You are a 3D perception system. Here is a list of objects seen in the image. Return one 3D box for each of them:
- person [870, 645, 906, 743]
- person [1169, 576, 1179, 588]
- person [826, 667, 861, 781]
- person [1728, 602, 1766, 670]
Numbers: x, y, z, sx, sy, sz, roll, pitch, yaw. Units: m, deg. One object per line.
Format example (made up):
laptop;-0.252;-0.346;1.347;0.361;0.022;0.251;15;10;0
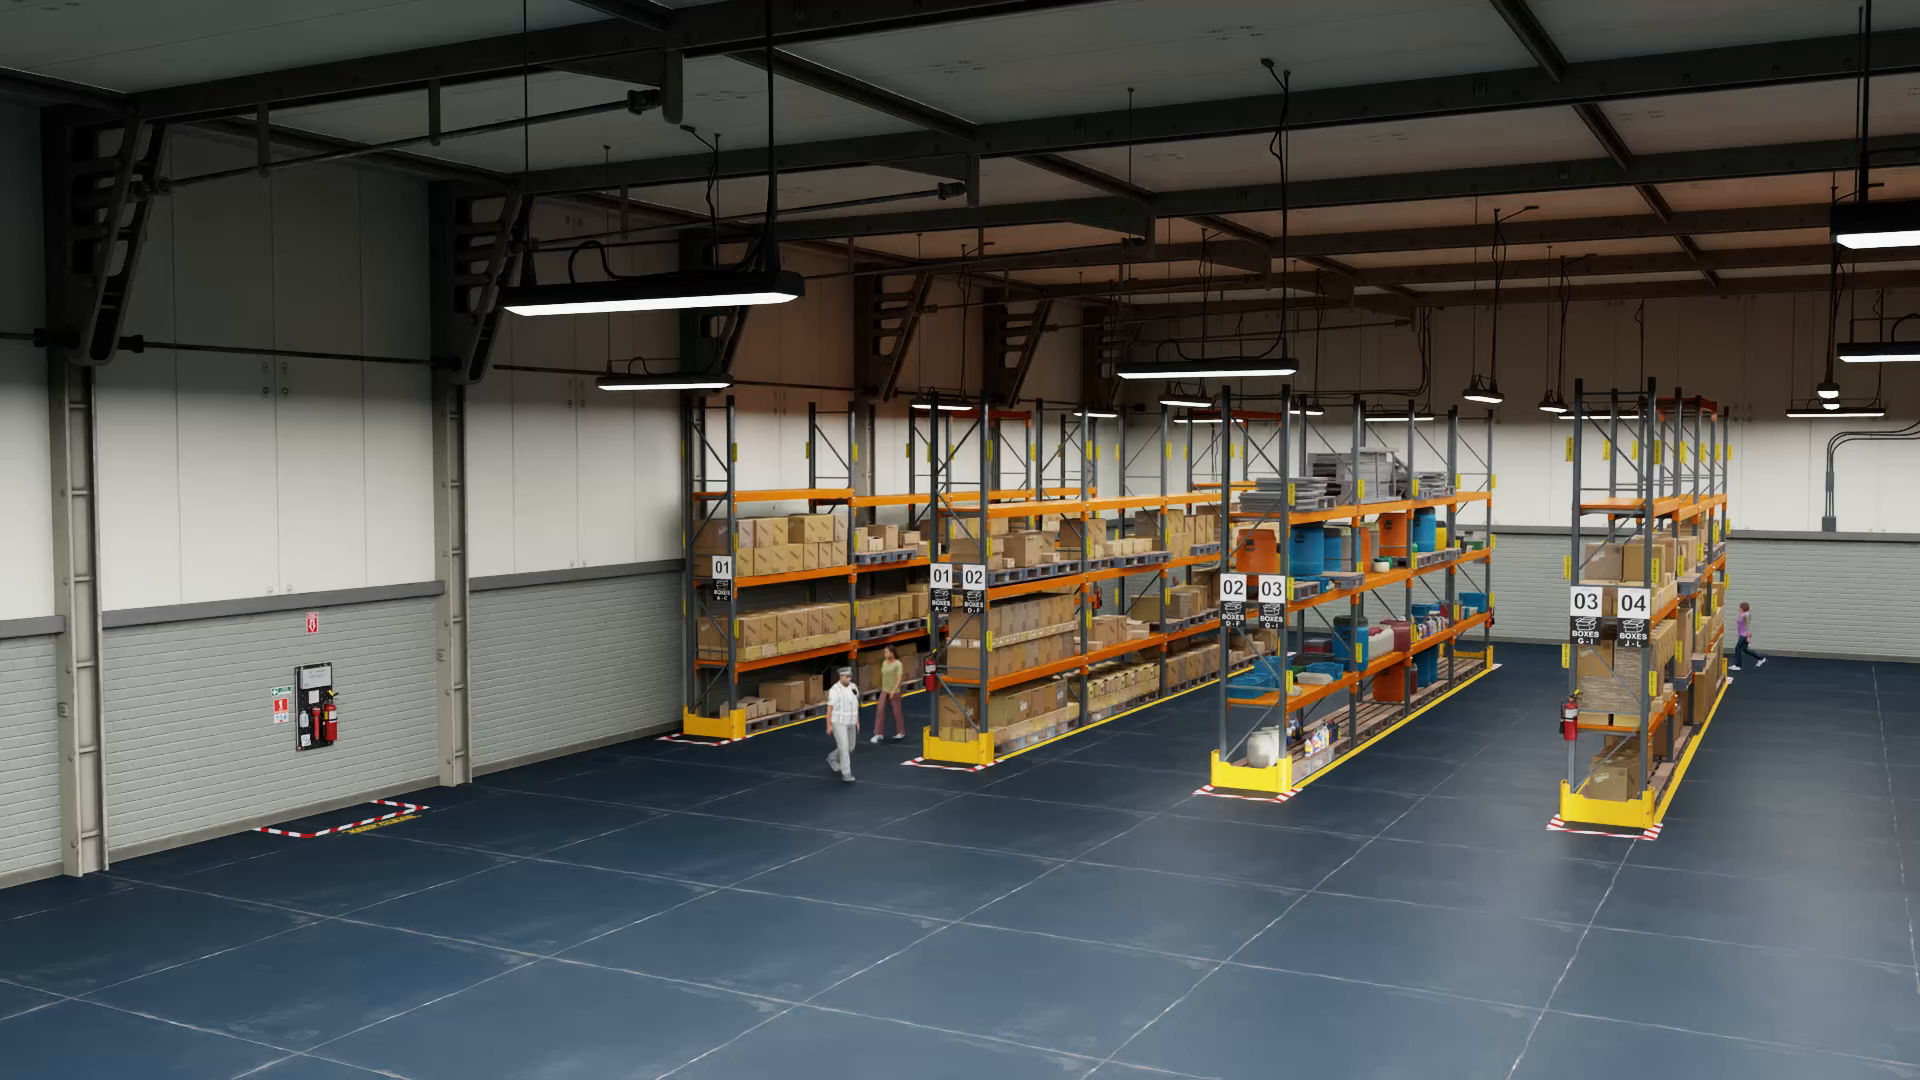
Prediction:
person;-1.237;2.717;28.785;0.463;1.497;0.859;2;4;31
person;5.843;1.796;45.236;0.467;1.643;0.722;-2;4;-34
person;-1.786;2.791;25.536;0.567;1.721;0.923;-3;4;-43
person;18.058;2.198;38.119;0.808;1.564;0.421;1;3;19
